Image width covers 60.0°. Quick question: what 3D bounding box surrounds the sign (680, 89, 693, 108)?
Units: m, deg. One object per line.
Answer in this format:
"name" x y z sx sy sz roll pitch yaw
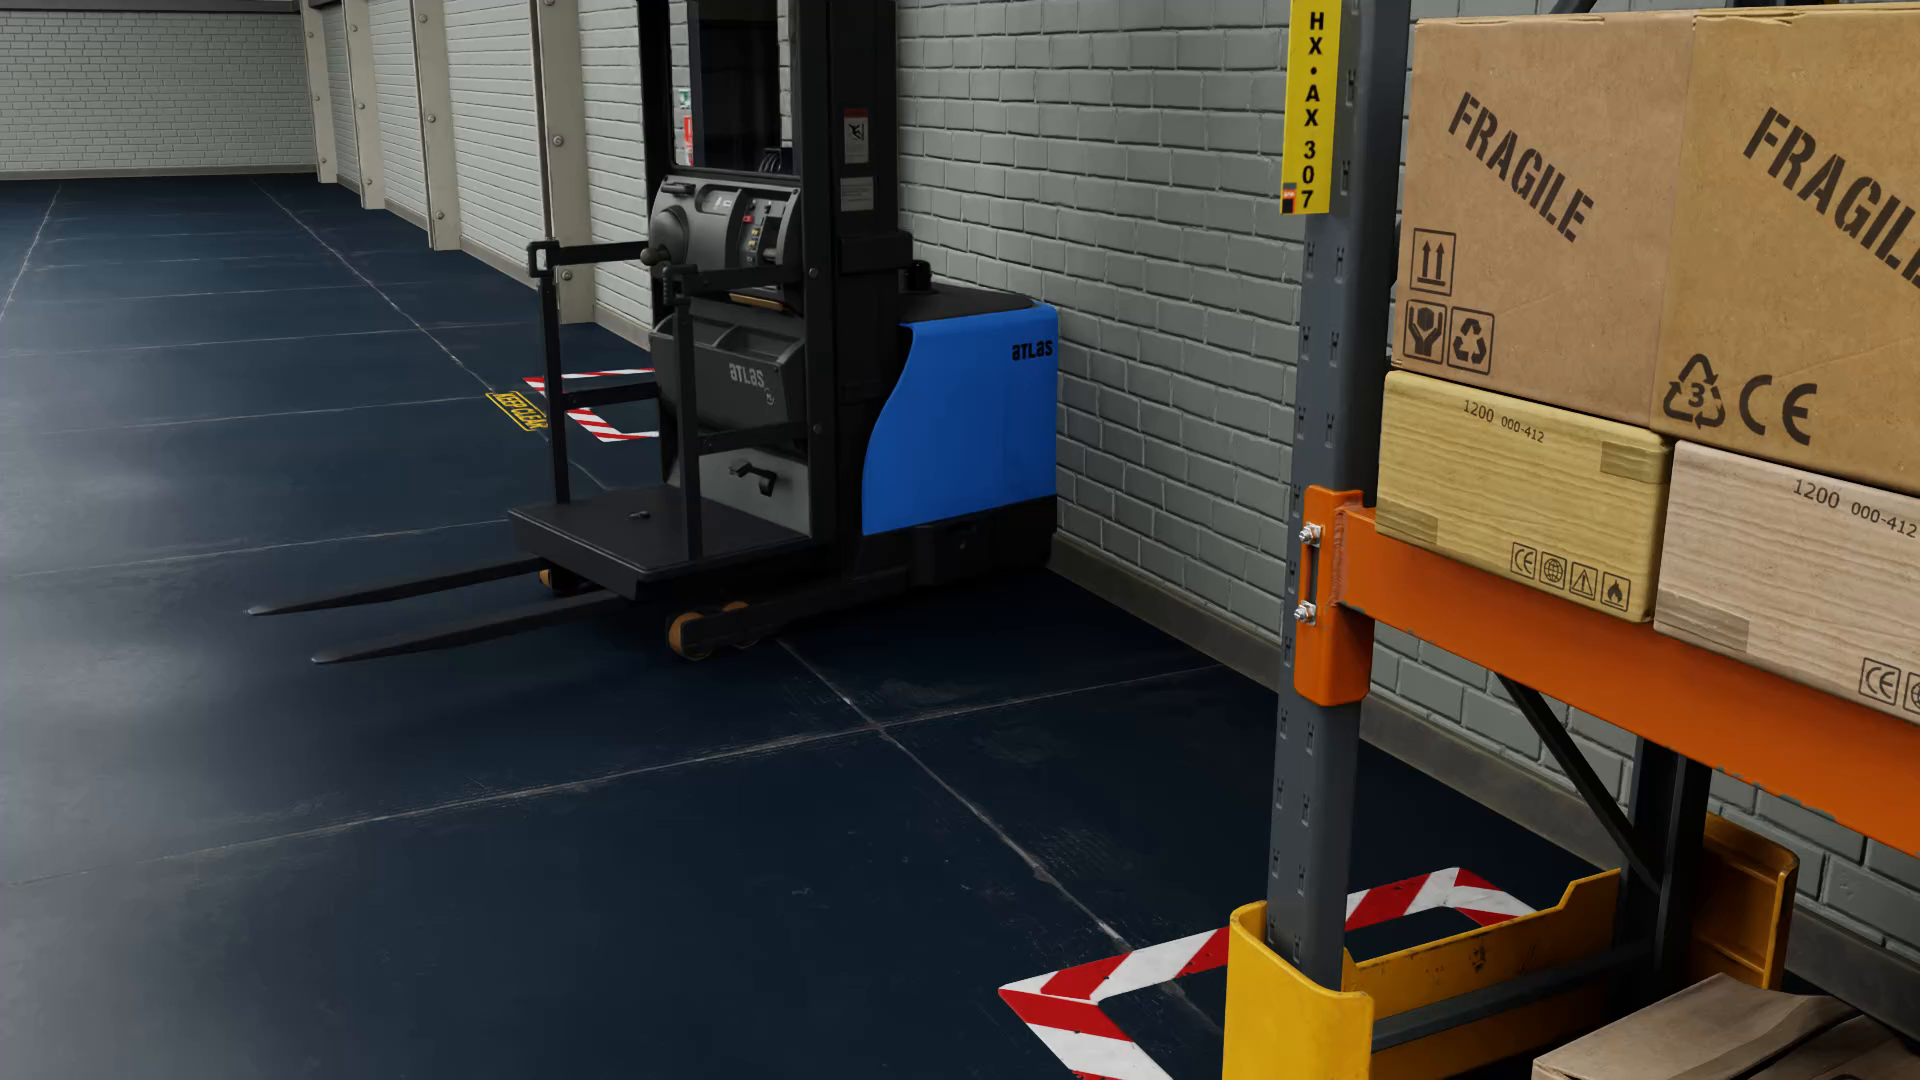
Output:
"sign" -1.711 -2.779 10.471 0.001 0.109 0.331 -8 18 -25

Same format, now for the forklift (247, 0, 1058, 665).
"forklift" -1.030 -1.152 5.953 3.031 2.935 1.130 -13 20 -38

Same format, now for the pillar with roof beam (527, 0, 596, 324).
"pillar with roof beam" -7.006 -5.593 10.428 9.100 9.000 0.400 -8 18 -25

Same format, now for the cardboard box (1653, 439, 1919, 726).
"cardboard box" 1.206 0.025 1.960 0.500 0.250 0.500 -8 18 -27

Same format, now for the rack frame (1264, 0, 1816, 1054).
"rack frame" 1.037 -0.324 2.940 1.000 3.000 0.127 -8 18 -25

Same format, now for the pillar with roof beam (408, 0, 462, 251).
"pillar with roof beam" -9.634 -7.081 15.612 9.100 9.000 0.400 -8 18 -25

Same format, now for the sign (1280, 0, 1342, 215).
"sign" 0.549 -0.674 2.592 0.100 0.325 0.005 -8 18 -25

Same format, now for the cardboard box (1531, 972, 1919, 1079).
"cardboard box" 1.259 0.940 2.615 0.500 0.311 0.500 -10 19 -31

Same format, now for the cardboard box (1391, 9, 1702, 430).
"cardboard box" 0.976 -0.467 2.316 0.500 0.500 0.500 -8 18 -25

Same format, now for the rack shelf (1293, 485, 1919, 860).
"rack shelf" 1.913 0.518 1.311 1.077 0.370 4.000 -8 18 -25

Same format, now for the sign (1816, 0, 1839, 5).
"sign" 1.545 -1.094 2.953 0.100 0.325 0.005 -8 18 -25

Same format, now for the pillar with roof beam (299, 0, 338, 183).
"pillar with roof beam" -14.892 -10.057 25.981 9.100 9.000 0.400 -8 18 -25

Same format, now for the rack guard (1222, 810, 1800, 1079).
"rack guard" 1.070 0.897 3.219 1.175 0.500 0.348 -8 18 -25

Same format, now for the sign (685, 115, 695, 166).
"sign" -1.705 -2.526 10.551 0.001 0.329 0.234 -8 18 -25

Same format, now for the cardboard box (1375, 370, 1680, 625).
"cardboard box" 0.965 -0.102 2.403 0.500 0.250 0.500 -8 18 -27

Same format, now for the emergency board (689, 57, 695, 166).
"emergency board" -1.556 -2.360 10.035 0.194 1.169 0.643 -8 18 -25

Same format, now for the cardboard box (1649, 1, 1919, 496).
"cardboard box" 1.183 -0.343 1.884 0.500 0.500 0.500 -8 18 -25

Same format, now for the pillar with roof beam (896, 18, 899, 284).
"pillar with roof beam" -4.377 -4.106 5.244 9.100 9.000 0.400 -8 18 -25

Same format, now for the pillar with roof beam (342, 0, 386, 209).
"pillar with roof beam" -12.263 -8.569 20.797 9.100 9.000 0.400 -8 18 -25
